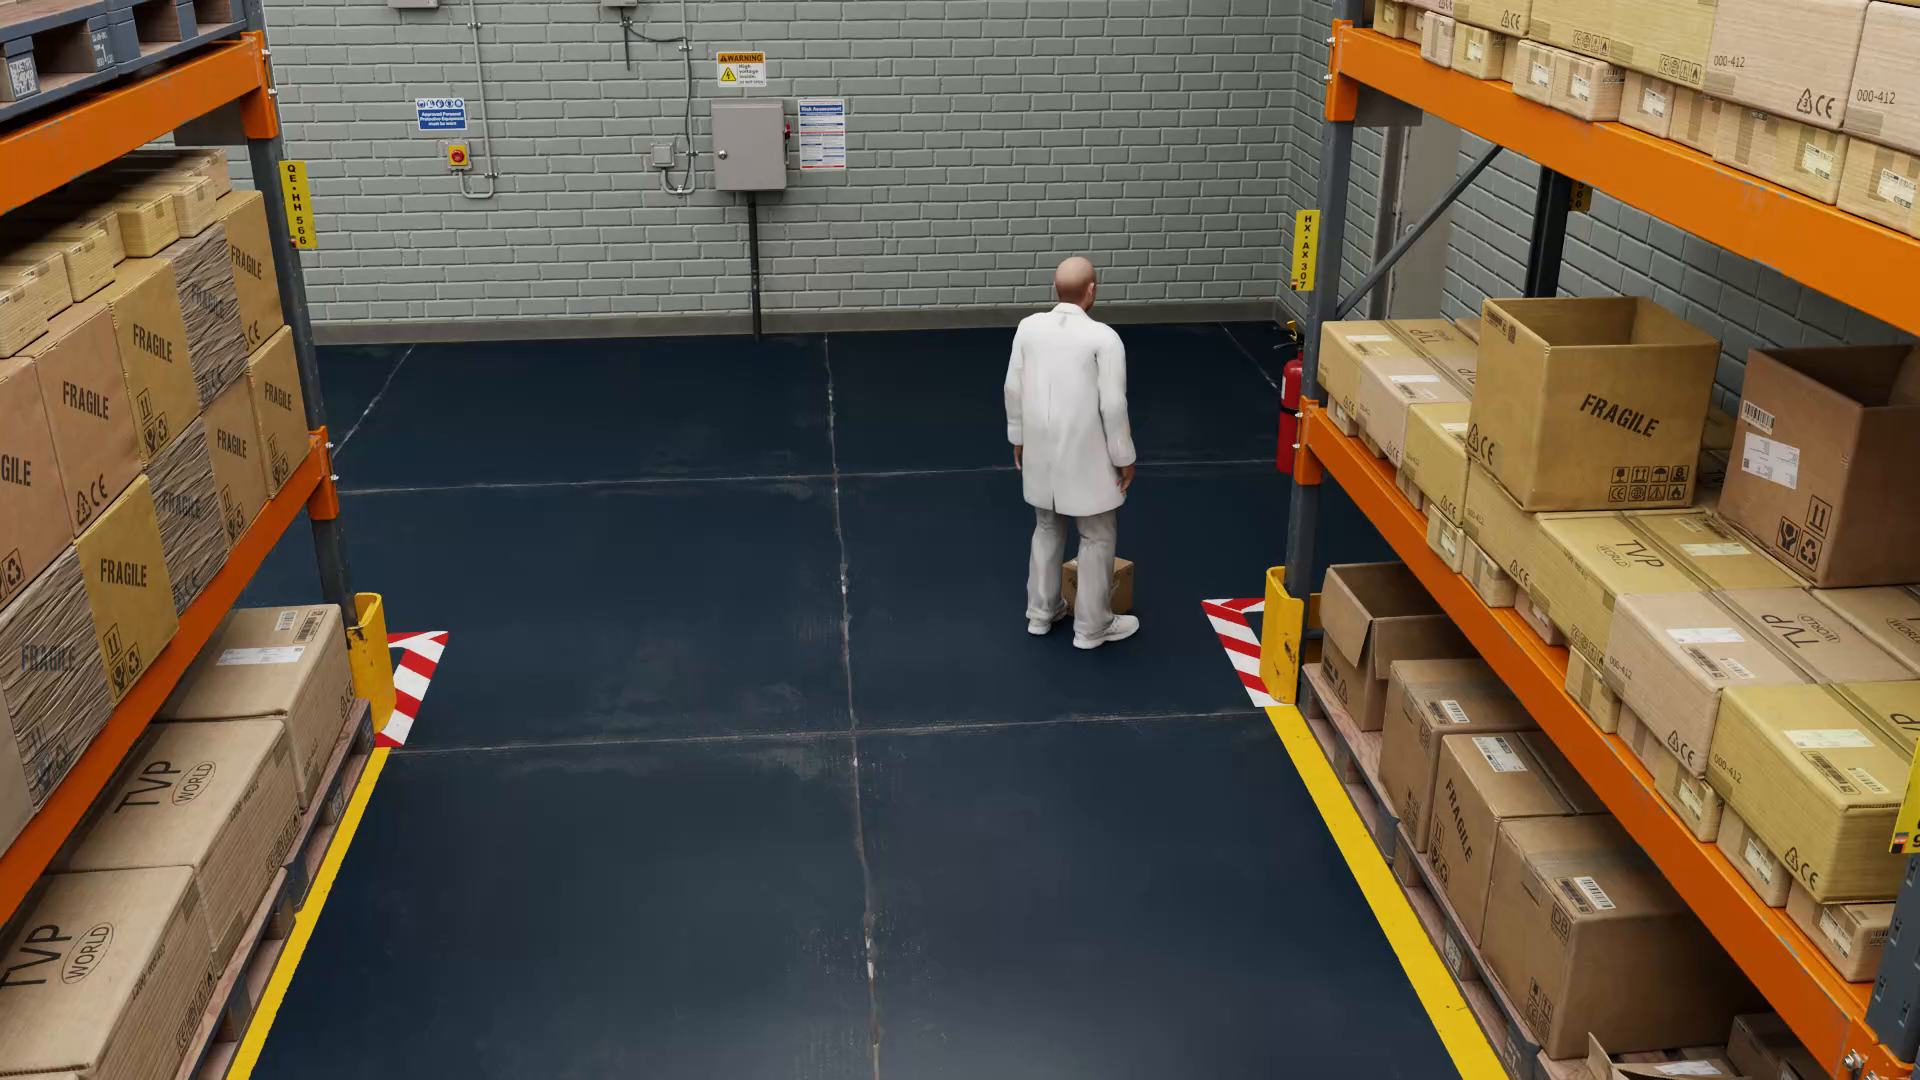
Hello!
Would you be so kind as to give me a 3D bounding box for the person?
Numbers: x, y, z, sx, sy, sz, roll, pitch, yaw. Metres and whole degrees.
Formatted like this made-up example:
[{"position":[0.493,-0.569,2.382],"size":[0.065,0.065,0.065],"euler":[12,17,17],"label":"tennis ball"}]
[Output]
[{"position":[0.498,-0.396,7.534],"size":[0.653,1.774,0.424],"euler":[16,28,32],"label":"person"}]
